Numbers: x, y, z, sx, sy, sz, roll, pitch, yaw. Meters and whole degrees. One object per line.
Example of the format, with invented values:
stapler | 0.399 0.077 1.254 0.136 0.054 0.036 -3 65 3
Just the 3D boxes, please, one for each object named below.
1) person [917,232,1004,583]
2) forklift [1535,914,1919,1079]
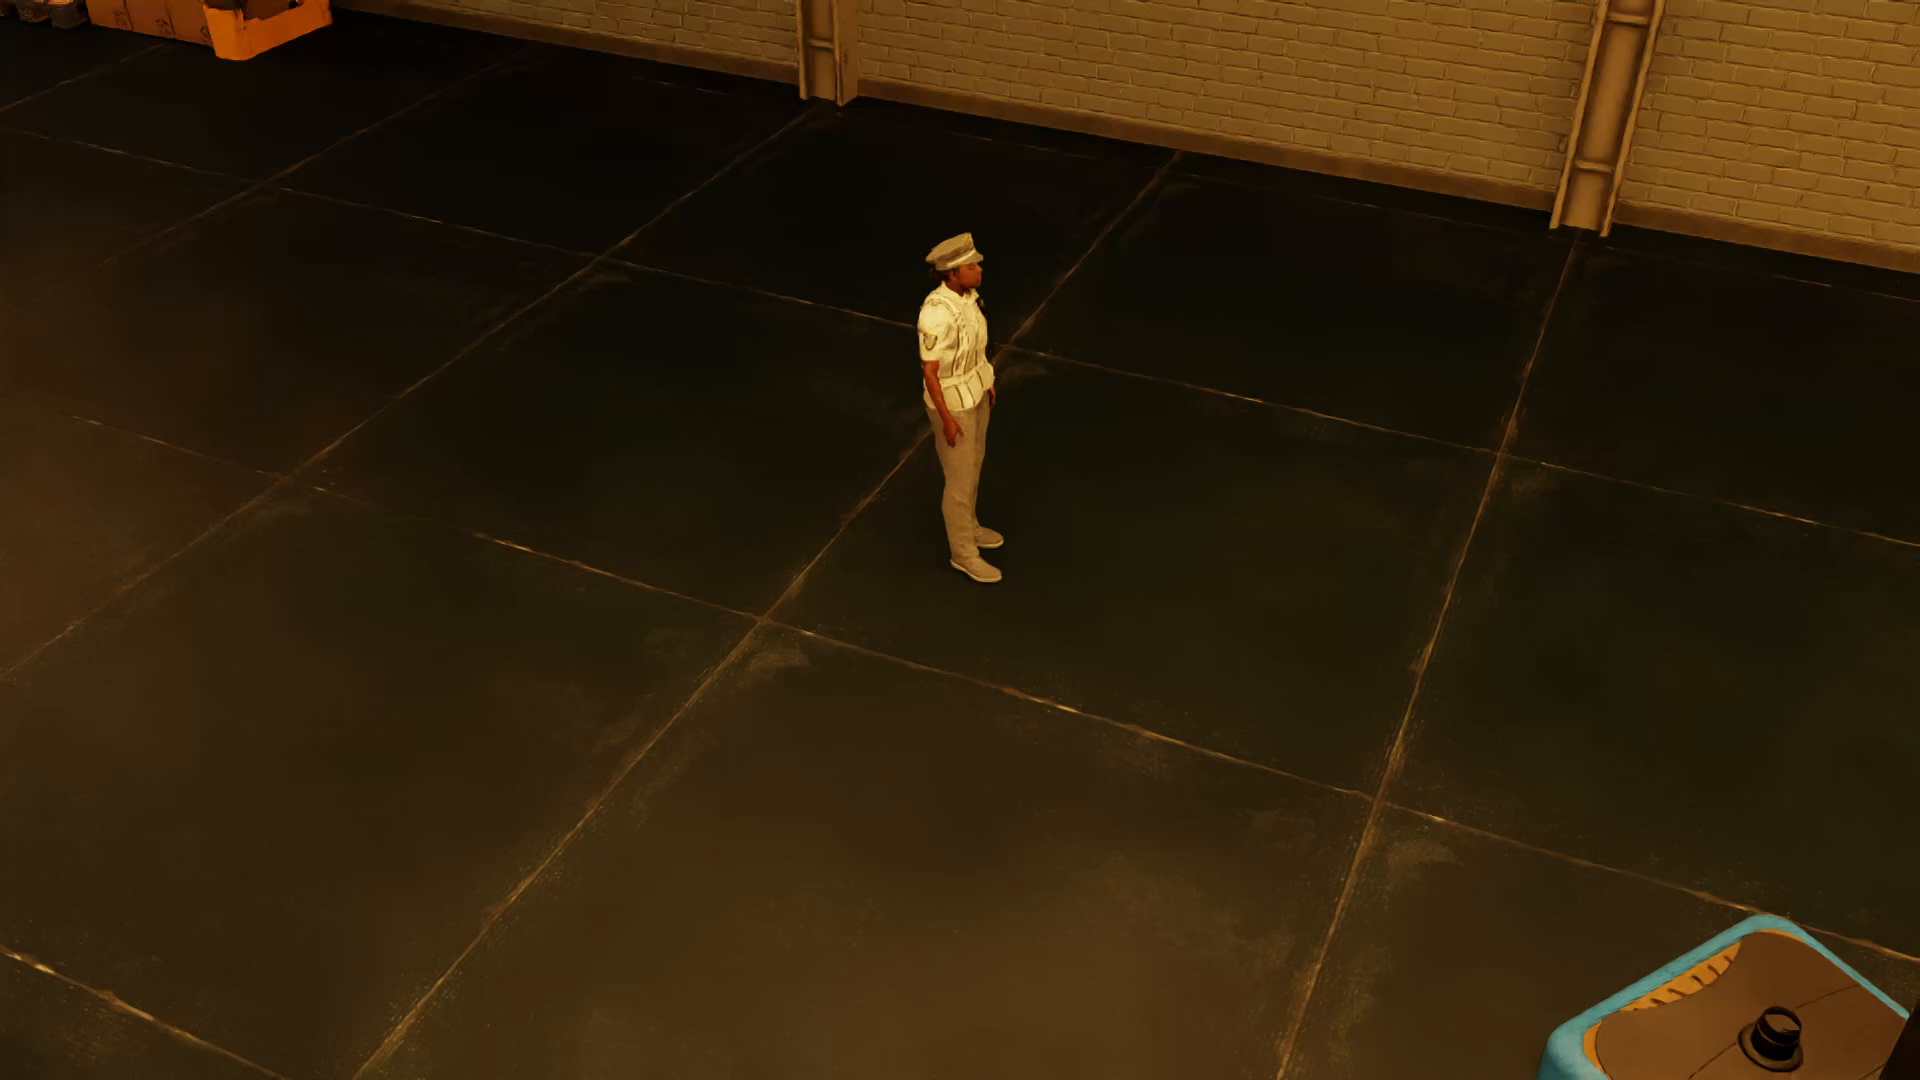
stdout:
person | 0.060 -0.667 8.075 0.529 1.693 0.570 15 38 20
forklift | 2.850 1.701 3.702 1.130 2.935 3.031 -19 40 -24
